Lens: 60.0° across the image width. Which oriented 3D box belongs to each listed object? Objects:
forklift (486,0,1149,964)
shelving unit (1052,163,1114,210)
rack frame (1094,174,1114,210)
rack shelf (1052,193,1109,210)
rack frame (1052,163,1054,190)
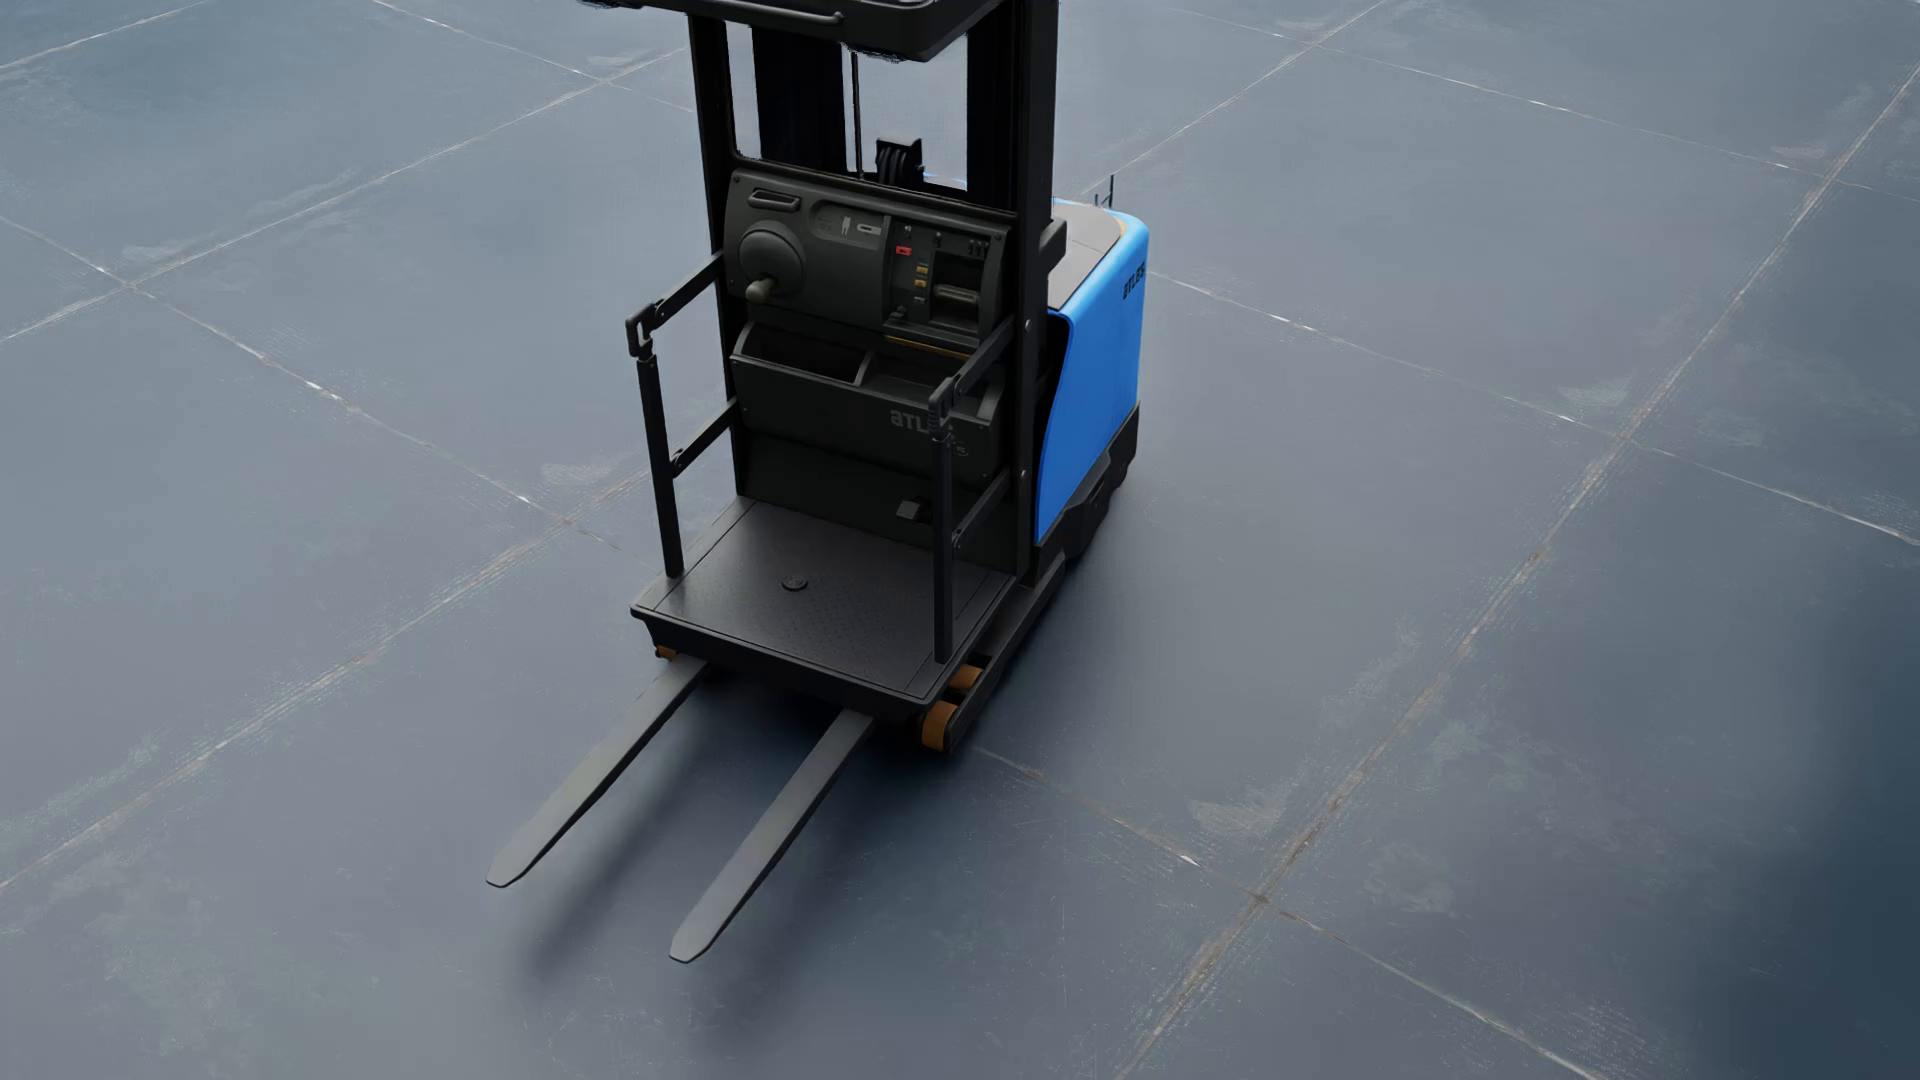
[{"bbox_3d":[-0.387,-0.778,4.866,1.130,2.935,3.031,16,41,20],"label":"forklift"},{"bbox_3d":[0.423,-0.942,6.594,0.252,1.050,0.215,15,38,18],"label":"shelving unit"},{"bbox_3d":[0.535,-0.913,6.557,0.008,1.050,0.200,15,38,18],"label":"rack frame"},{"bbox_3d":[0.427,-1.164,6.435,0.240,0.259,0.215,15,38,18],"label":"rack shelf"},{"bbox_3d":[0.310,-0.972,6.632,0.008,1.050,0.200,15,38,18],"label":"rack frame"}]
